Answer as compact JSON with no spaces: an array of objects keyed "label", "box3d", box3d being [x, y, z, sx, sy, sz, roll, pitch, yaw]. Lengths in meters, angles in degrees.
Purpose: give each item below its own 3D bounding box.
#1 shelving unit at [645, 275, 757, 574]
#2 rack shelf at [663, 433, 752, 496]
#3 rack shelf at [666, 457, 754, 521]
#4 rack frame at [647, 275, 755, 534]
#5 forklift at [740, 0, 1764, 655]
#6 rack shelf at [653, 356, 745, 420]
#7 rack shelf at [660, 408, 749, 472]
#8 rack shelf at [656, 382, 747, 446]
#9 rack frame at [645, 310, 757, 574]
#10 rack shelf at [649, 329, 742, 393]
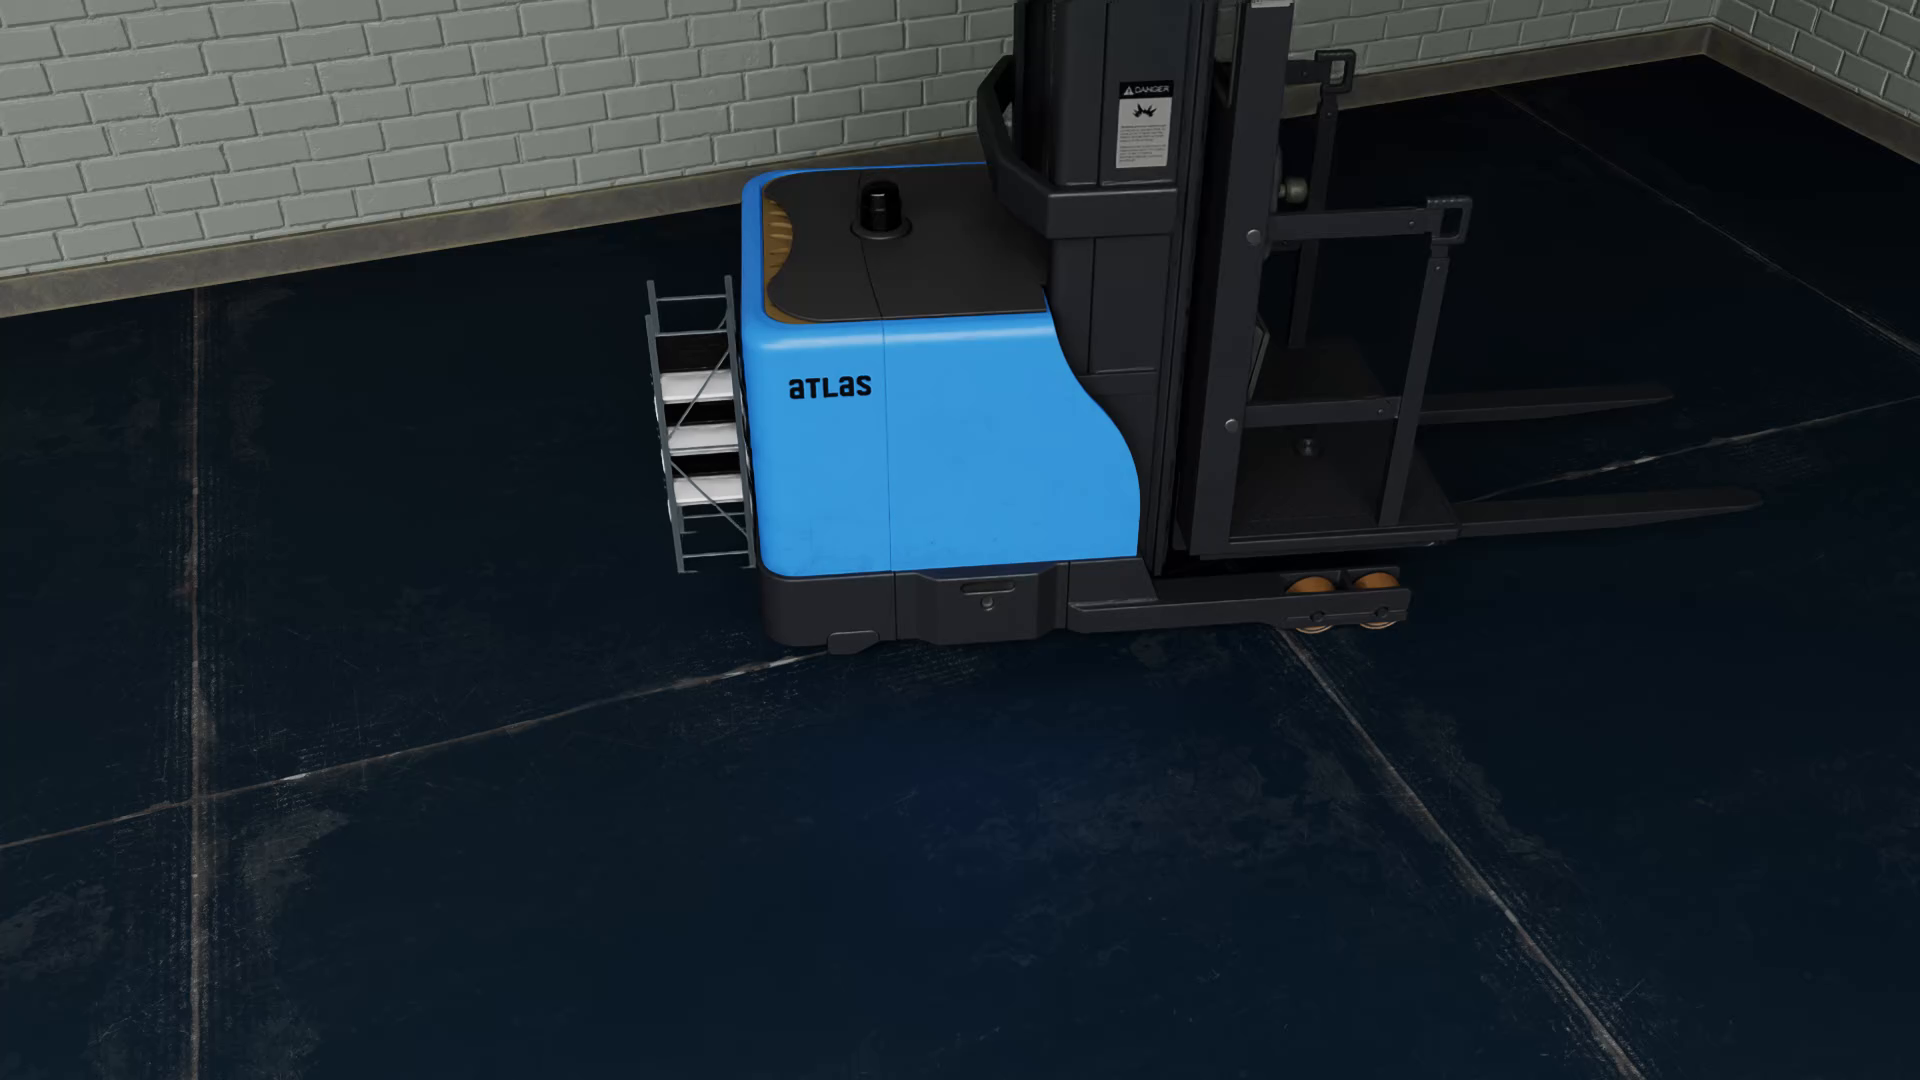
[{"label":"shelving unit","box3d":[-0.760,-0.327,4.937,0.258,0.900,0.210,-4,37,-6]},{"label":"rack shelf","box3d":[-0.760,-0.229,5.011,0.258,0.077,0.200,-4,37,-6]},{"label":"rack shelf","box3d":[-0.760,-0.157,5.065,0.258,0.077,0.200,-4,37,-6]},{"label":"rack frame","box3d":[-0.773,-0.388,5.017,0.240,0.900,0.006,-4,37,-6]},{"label":"forklift","box3d":[0.895,-1.211,4.422,3.031,2.935,1.130,-4,37,-5]},{"label":"rack shelf","box3d":[-0.760,-0.444,4.848,0.258,0.077,0.200,-4,37,-6]},{"label":"rack shelf","box3d":[-0.760,-0.301,4.957,0.258,0.077,0.200,-4,37,-6]},{"label":"rack shelf","box3d":[-0.760,-0.373,4.902,0.258,0.077,0.200,-4,37,-6]},{"label":"rack frame","box3d":[-0.748,-0.267,4.856,0.240,0.900,0.006,-4,37,-6]},{"label":"rack shelf","box3d":[-0.760,-0.516,4.794,0.258,0.077,0.200,-4,37,-6]}]
